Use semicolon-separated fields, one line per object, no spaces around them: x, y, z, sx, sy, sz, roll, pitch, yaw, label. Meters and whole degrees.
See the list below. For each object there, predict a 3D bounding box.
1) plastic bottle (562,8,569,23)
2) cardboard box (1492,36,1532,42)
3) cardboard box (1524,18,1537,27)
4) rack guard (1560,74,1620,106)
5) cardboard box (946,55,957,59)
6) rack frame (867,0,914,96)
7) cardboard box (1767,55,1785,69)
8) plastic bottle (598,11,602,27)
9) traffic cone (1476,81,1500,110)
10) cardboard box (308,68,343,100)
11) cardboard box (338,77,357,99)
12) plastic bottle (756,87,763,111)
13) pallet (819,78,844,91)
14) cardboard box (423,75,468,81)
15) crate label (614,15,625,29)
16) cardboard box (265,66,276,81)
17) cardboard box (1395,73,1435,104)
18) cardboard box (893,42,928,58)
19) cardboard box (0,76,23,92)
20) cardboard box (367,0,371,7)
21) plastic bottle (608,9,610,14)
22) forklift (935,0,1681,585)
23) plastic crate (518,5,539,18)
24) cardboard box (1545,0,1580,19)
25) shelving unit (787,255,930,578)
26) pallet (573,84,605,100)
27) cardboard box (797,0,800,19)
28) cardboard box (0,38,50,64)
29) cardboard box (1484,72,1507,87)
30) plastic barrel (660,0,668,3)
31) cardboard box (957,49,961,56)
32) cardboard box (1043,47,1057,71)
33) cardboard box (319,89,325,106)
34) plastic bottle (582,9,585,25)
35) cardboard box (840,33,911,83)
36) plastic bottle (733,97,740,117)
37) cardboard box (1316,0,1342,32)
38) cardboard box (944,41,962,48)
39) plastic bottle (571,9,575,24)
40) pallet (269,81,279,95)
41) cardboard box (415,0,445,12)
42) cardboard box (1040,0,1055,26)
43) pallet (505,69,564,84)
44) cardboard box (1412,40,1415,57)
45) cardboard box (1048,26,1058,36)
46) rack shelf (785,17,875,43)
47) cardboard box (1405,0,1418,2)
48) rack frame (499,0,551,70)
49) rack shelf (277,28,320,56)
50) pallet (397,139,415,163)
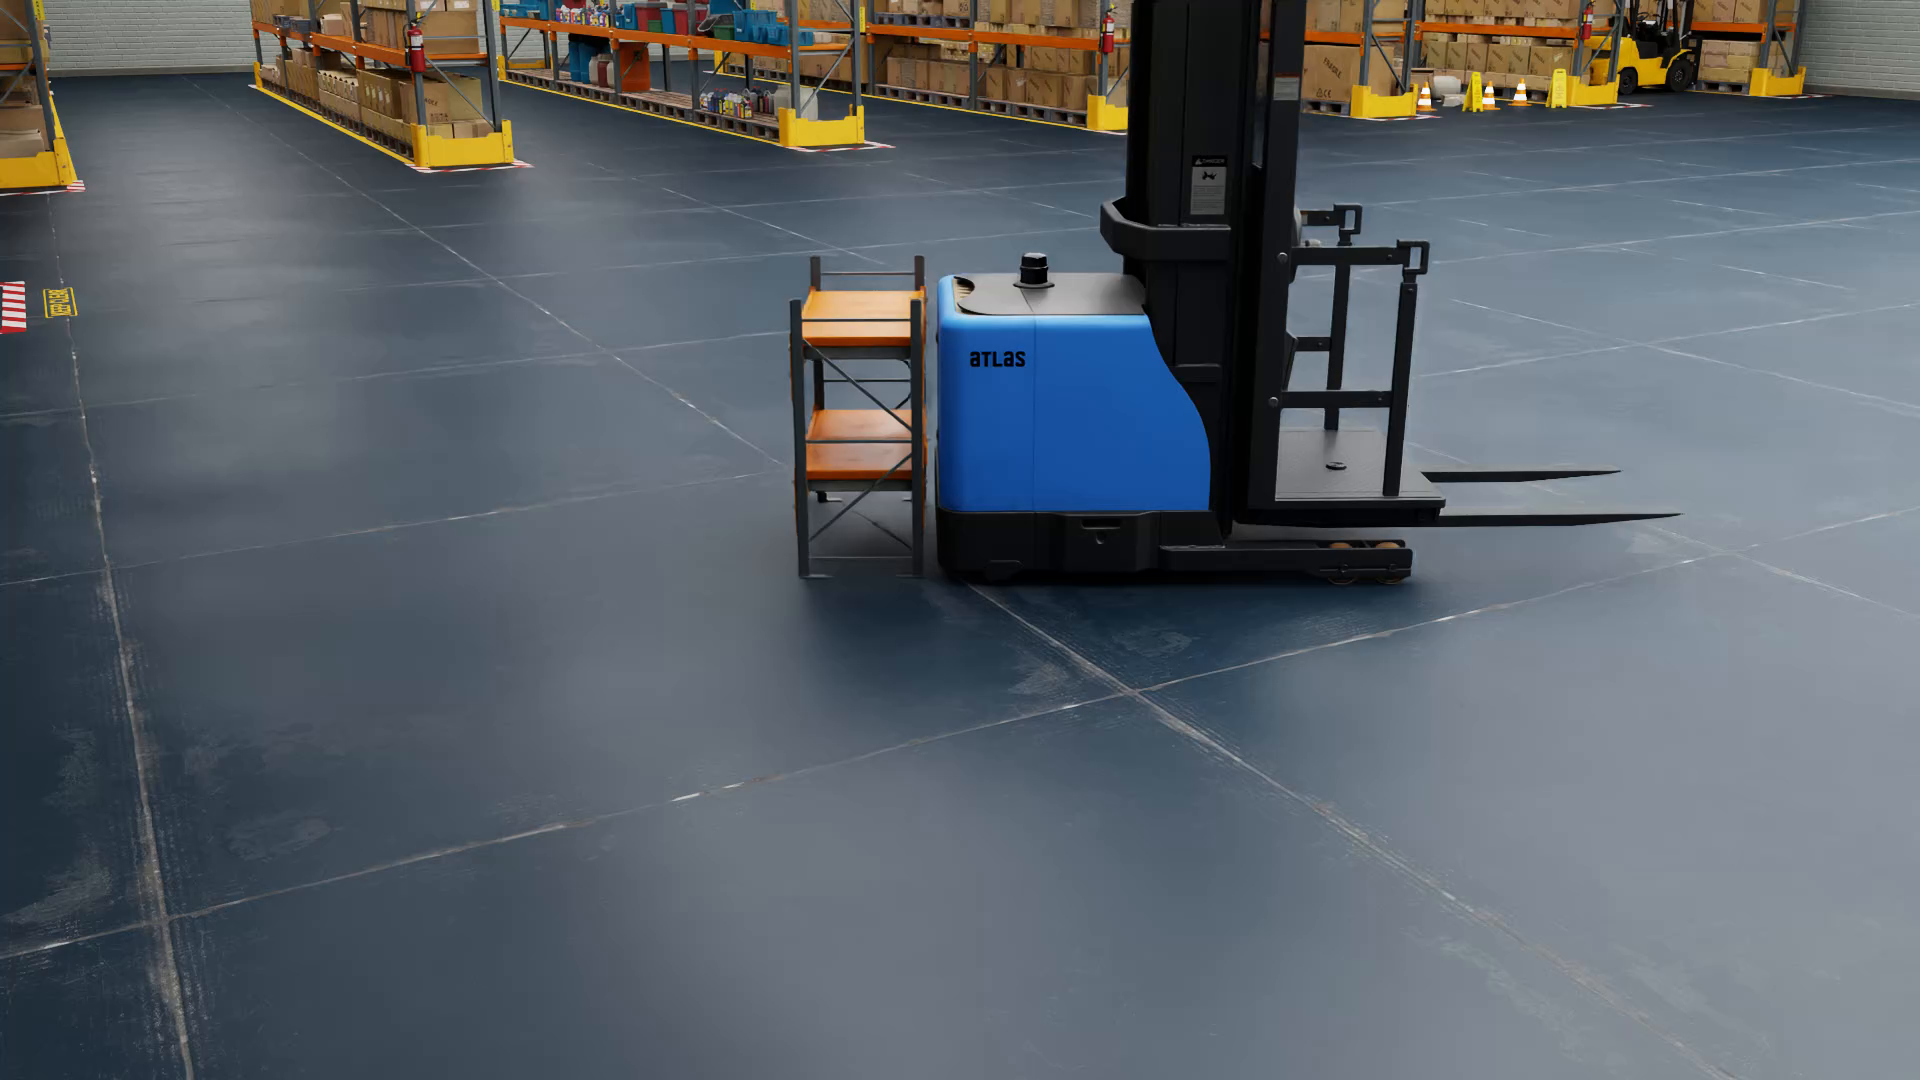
-7.470;-9.979;31.643;0.152;0.276;0.135;-10;21;-27;plastic bottle
12.419;-10.967;37.312;0.875;0.625;0.625;-9;21;-25;cardboard box
10.415;-9.349;30.012;0.380;0.149;0.250;-10;21;-26;cardboard box
11.214;-8.032;29.643;1.175;0.500;0.348;-10;21;-27;rack guard
-0.097;-11.274;38.931;0.380;0.149;0.250;-11;22;-29;cardboard box
-1.270;-9.954;31.379;1.000;3.000;0.127;-10;21;-27;rack frame
15.577;-9.264;32.186;0.500;0.250;0.500;-10;21;-26;cardboard box
-6.437;-9.334;29.780;0.097;0.271;0.097;0;19;0;plastic bottle
9.096;-7.647;28.583;0.336;0.463;0.334;-10;21;-27;traffic cone
-10.641;-7.679;27.944;0.500;0.500;0.500;-9;21;-25;cardboard box
-9.022;-6.800;24.950;0.500;0.311;0.500;-10;21;-27;cardboard box
-3.079;-6.799;25.622;0.144;0.351;0.185;-11;22;-29;plastic bottle
-2.153;-9.223;33.537;1.003;0.211;1.213;-10;21;-27;pallet
-6.738;-5.850;21.909;0.500;0.500;0.500;-10;21;-27;cardboard box
-5.759;-8.928;28.664;0.303;0.233;0.416;-10;21;-27;crate label
-13.305;-9.138;32.556;0.500;0.250;0.500;-10;21;-27;cardboard box
8.188;-8.124;29.904;0.637;0.503;0.797;7;20;20;cardboard box
-0.925;-9.147;31.048;0.500;0.250;0.500;-9;21;-24;cardboard box
-13.024;-6.219;22.564;0.500;0.250;0.500;-10;22;-28;cardboard box
-7.890;-7.373;22.752;0.380;0.149;0.250;-11;22;-28;cardboard box
-6.571;-9.831;31.221;0.097;0.271;0.097;0;19;0;plastic bottle
1.414;-1.379;6.635;3.031;2.935;1.130;0;19;-1;forklift
-8.832;-10.846;34.130;0.416;0.233;0.300;-10;21;-27;plastic crate
10.750;-9.493;29.435;0.500;0.500;0.500;-10;22;-28;cardboard box
-0.402;-0.549;6.998;0.538;1.125;1.048;0;19;0;shelving unit
-6.615;-8.438;31.261;1.003;0.211;1.213;-10;21;-27;pallet
-3.171;-10.978;34.195;0.500;0.500;0.500;-10;21;-26;cardboard box
-10.501;-5.483;18.623;0.500;0.250;0.500;-11;22;-28;cardboard box
10.137;-8.581;30.971;0.500;0.250;0.500;-11;22;-29;cardboard box
-4.952;-8.977;28.377;0.421;0.512;0.421;0;19;0;plastic barrel
0.162;-11.344;38.680;0.380;0.149;0.250;-9;21;-24;cardboard box
2.092;-10.157;35.157;0.500;0.500;0.500;-11;22;-29;cardboard box
-10.000;-7.123;26.747;0.500;0.250;0.500;-10;21;-27;cardboard box
-6.890;-9.601;30.535;0.061;0.283;0.133;-10;21;-27;plastic bottle
-1.579;-9.349;32.240;1.225;0.875;0.875;-11;22;-29;cardboard box
-3.249;-6.386;24.541;0.152;0.276;0.135;-11;22;-28;plastic bottle
6.446;-8.721;27.577;0.875;0.550;0.550;-10;21;-27;cardboard box
-0.148;-11.626;39.041;0.380;0.149;0.250;-9;21;-25;cardboard box
-7.204;-9.818;31.177;0.152;0.276;0.135;-10;21;-27;plastic bottle
-12.798;-8.798;32.306;1.003;0.211;1.213;-10;21;-27;pallet
-6.540;-6.558;20.390;0.380;0.149;0.250;-10;22;-28;cardboard box
1.750;-8.282;25.926;0.875;0.500;0.500;-10;21;-27;cardboard box
-9.070;-9.922;35.562;1.003;0.211;1.213;-10;21;-27;pallet
10.949;-11.659;39.508;0.500;0.500;0.500;-9;21;-24;cardboard box
1.604;-7.945;25.941;0.380;0.149;0.250;-10;21;-27;cardboard box
-2.220;-10.188;33.160;1.077;0.370;4.000;-10;21;-27;rack shelf
8.930;-10.824;32.647;0.500;0.500;0.500;-10;22;-28;cardboard box
-9.428;-11.483;35.811;1.000;3.000;0.127;-10;21;-27;rack frame
-10.940;-8.654;28.716;1.077;0.370;4.000;-10;21;-27;rack shelf
-6.591;-5.019;21.352;1.003;0.211;1.213;-10;21;-27;pallet
